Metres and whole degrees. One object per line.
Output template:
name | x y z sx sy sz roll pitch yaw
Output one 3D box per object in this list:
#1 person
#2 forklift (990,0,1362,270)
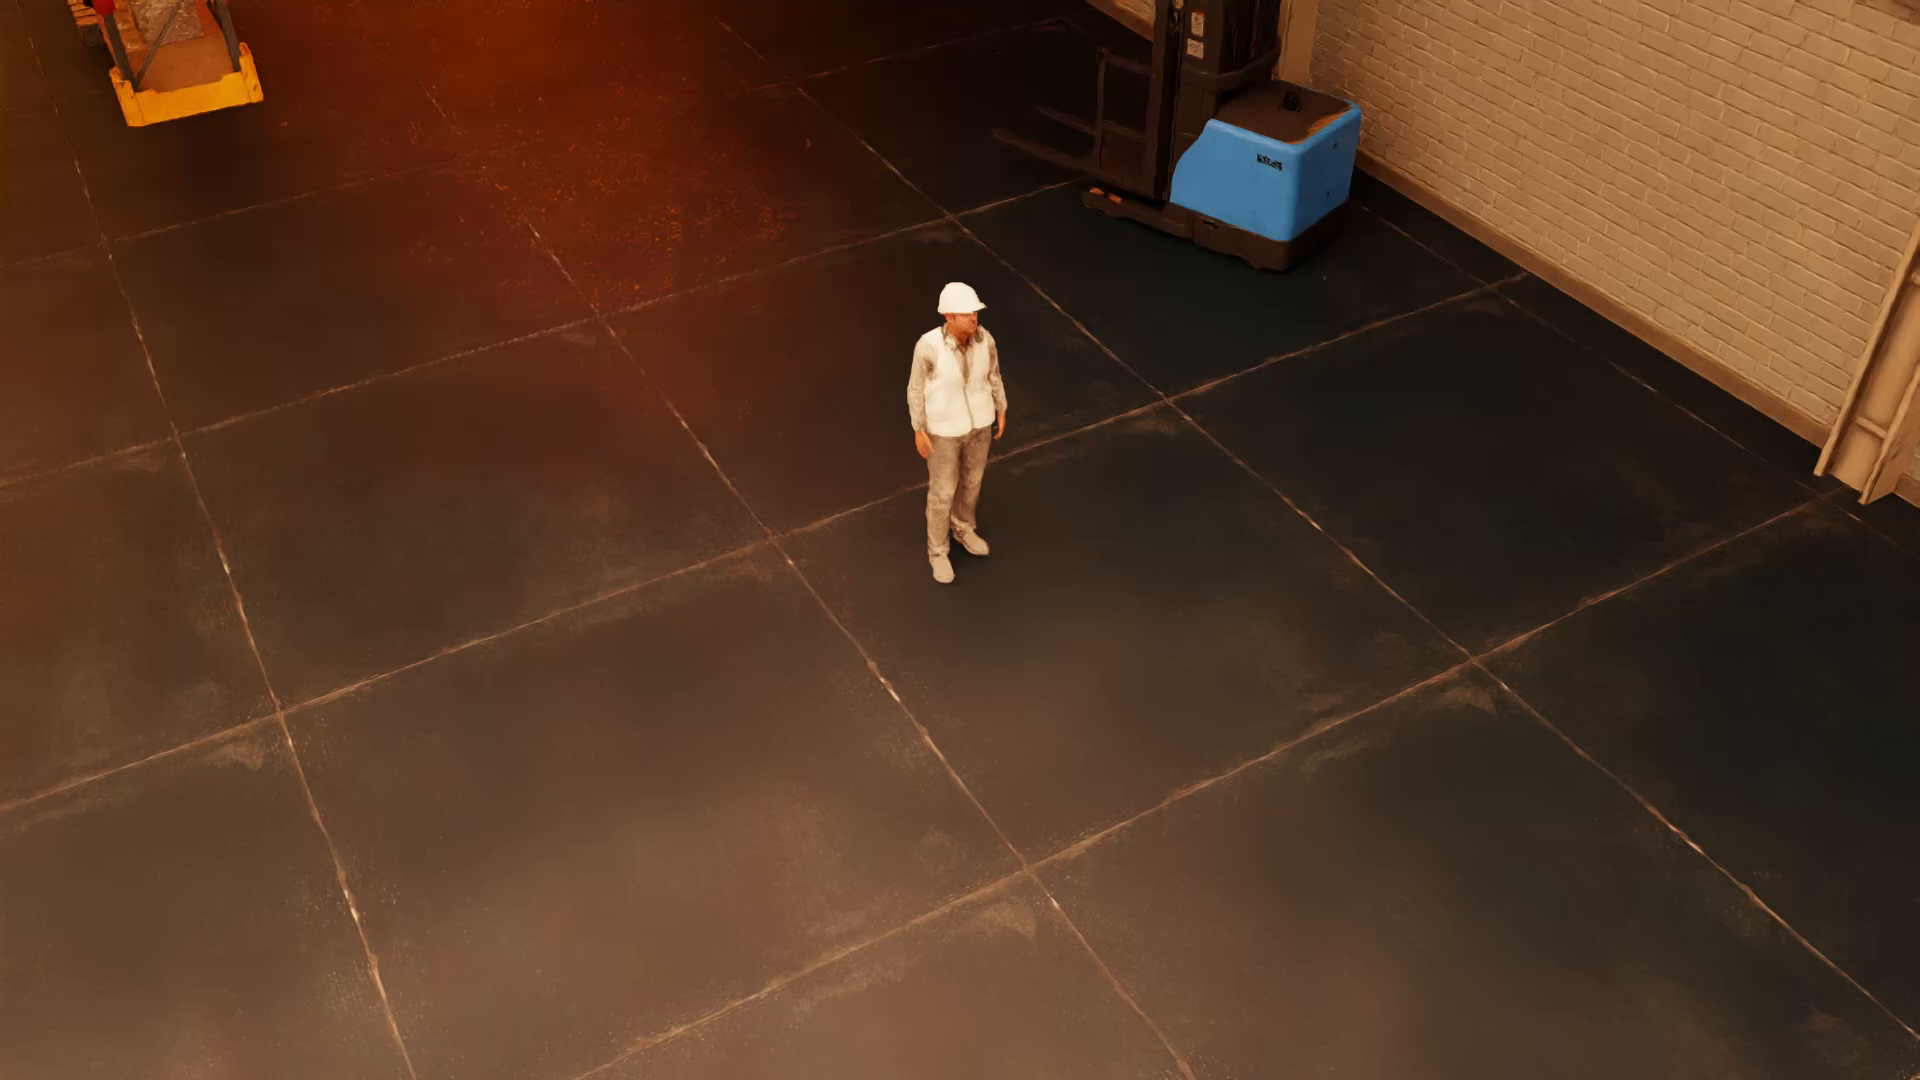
person | 0.024 -0.649 9.718 0.632 1.768 0.567 -20 44 -23
forklift | 1.626 -3.983 12.838 3.031 2.935 1.130 28 47 30
